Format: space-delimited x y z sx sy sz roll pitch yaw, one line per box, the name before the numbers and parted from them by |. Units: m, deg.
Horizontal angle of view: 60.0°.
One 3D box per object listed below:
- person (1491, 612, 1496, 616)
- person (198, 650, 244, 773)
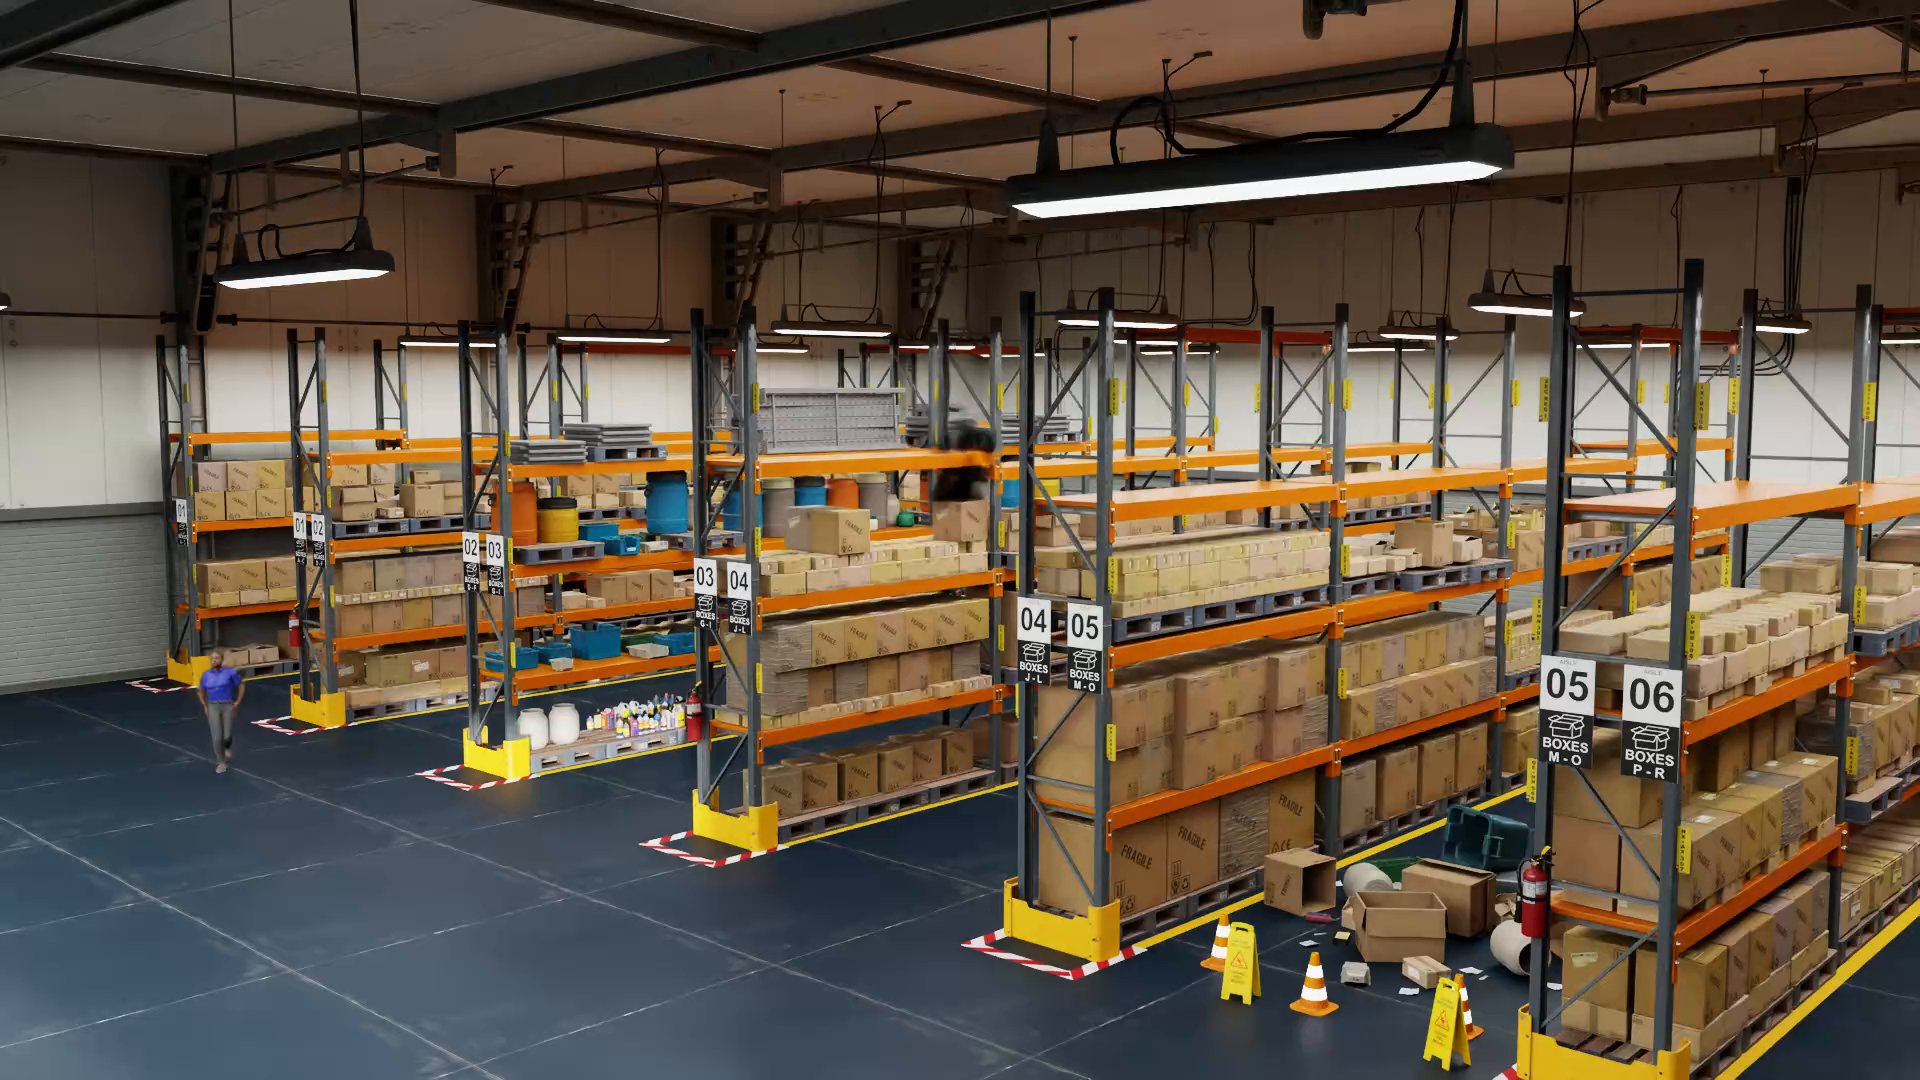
person | 8.343 1.937 25.826 0.607 1.679 0.893 5 8 45
person | -9.892 2.281 22.266 0.576 1.624 0.504 -2 6 -16
